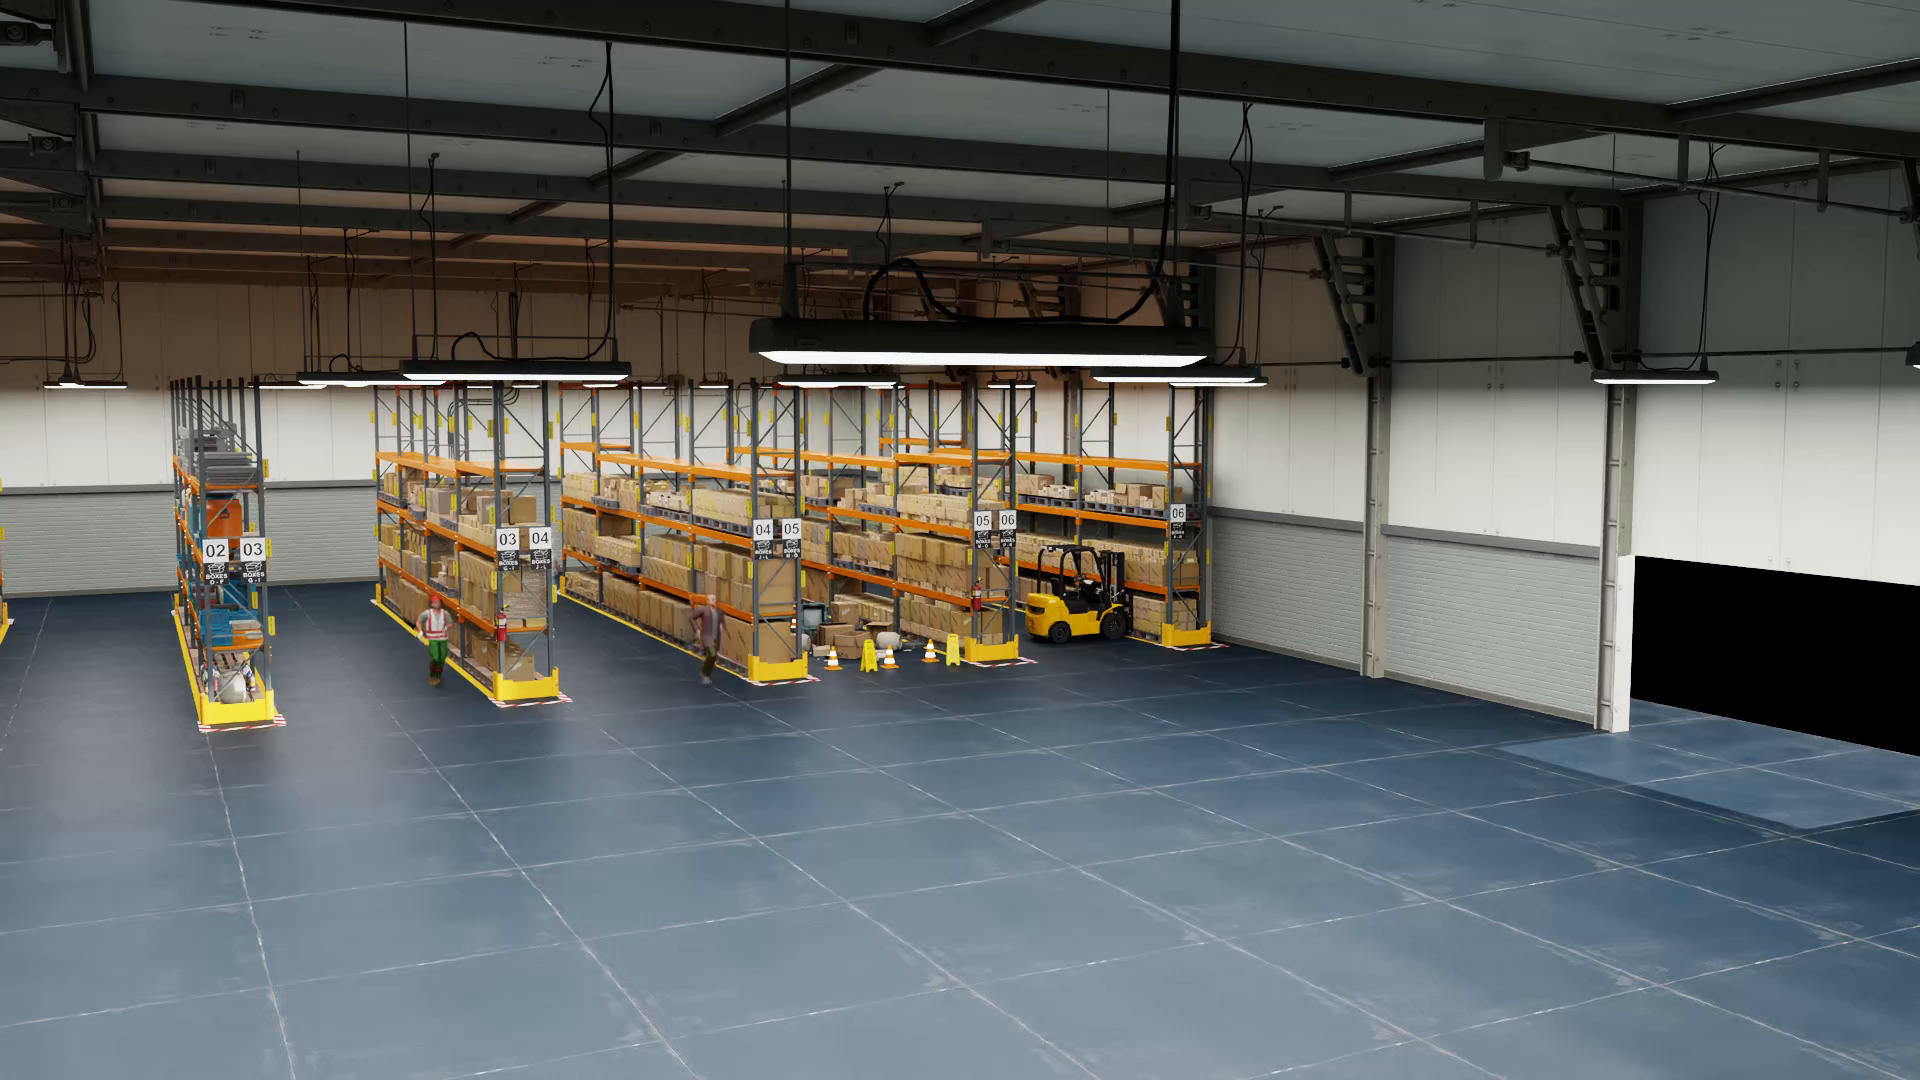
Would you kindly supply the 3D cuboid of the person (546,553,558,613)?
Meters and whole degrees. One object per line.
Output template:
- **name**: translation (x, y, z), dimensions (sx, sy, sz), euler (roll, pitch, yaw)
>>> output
- **person**: translation (-10.746, 0.991, 43.281), dimensions (0.654, 1.829, 0.707), euler (-2, 6, -24)

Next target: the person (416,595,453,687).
- **person**: translation (-10.151, 1.961, 32.285), dimensions (0.641, 1.773, 0.690), euler (-3, 6, -34)

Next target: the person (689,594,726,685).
- **person**: translation (-4.912, 1.963, 32.701), dimensions (0.693, 1.805, 0.734), euler (-5, 7, -44)
